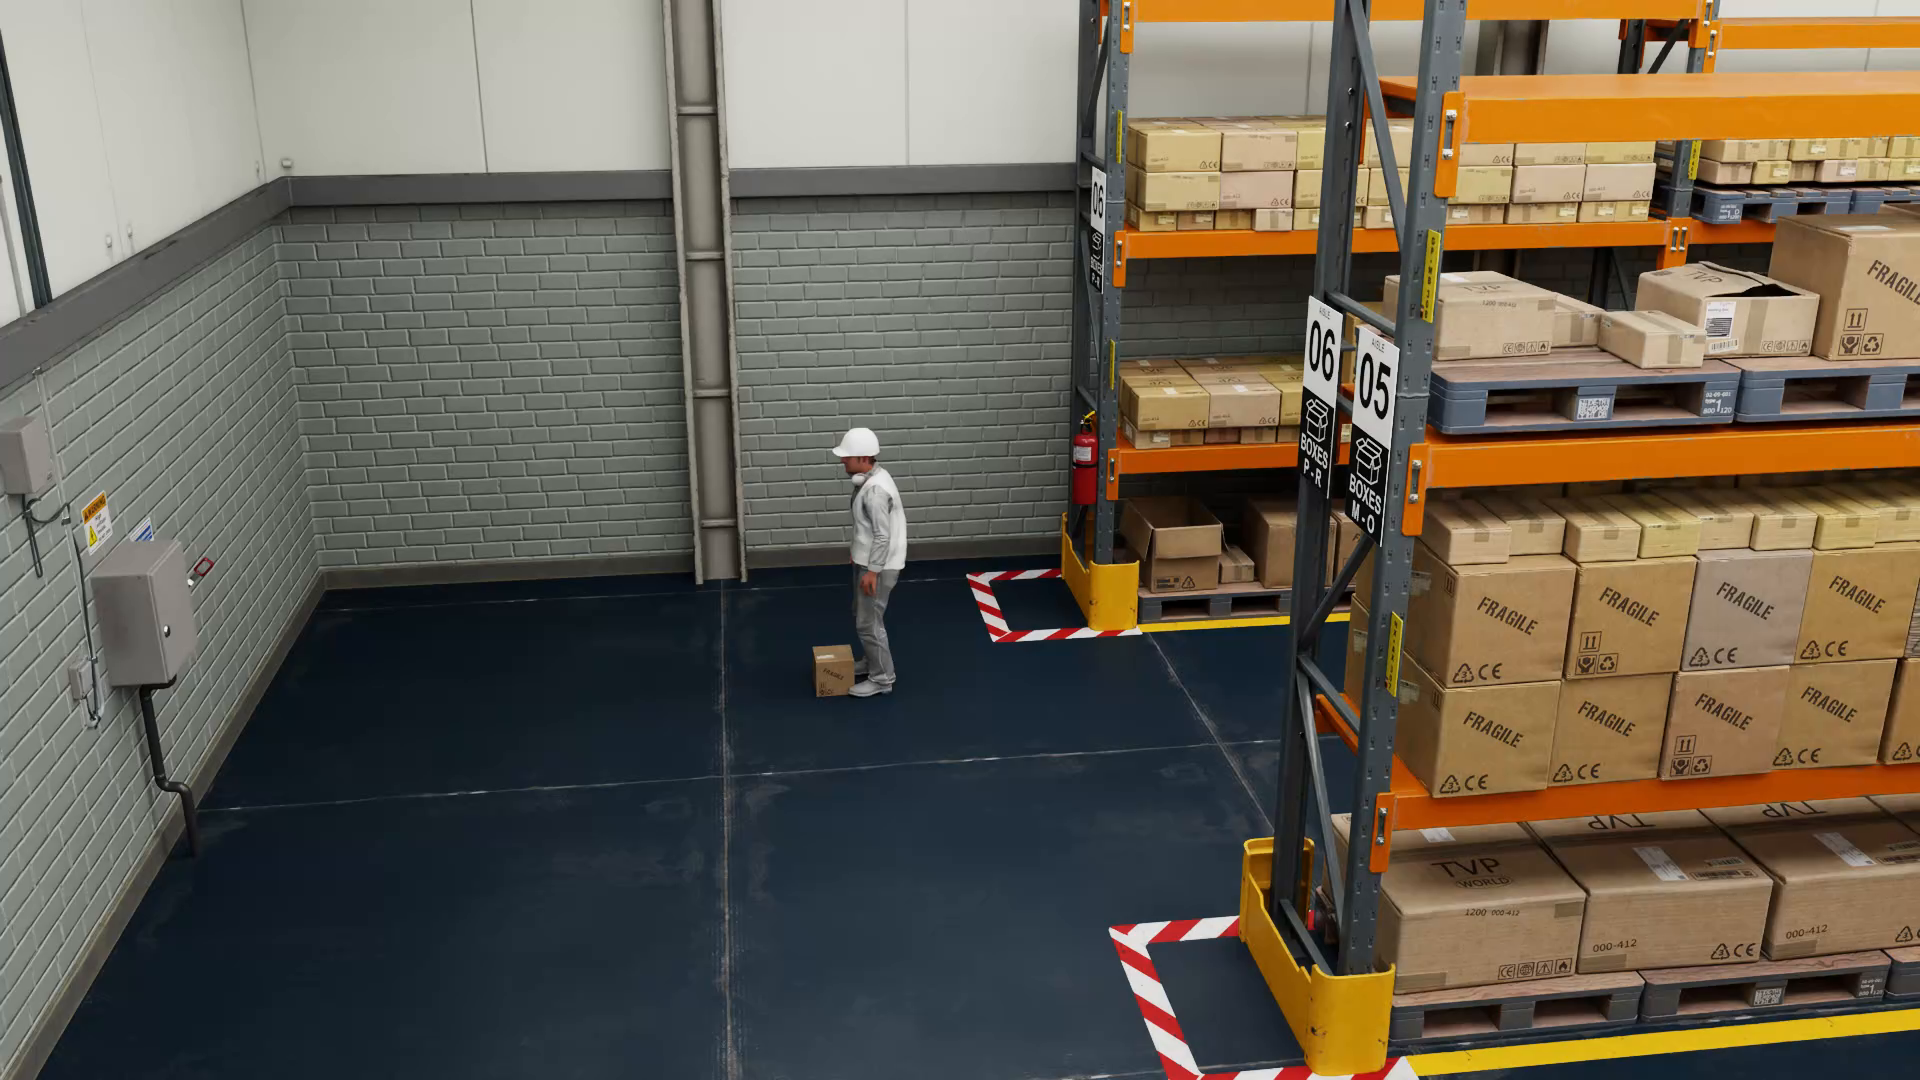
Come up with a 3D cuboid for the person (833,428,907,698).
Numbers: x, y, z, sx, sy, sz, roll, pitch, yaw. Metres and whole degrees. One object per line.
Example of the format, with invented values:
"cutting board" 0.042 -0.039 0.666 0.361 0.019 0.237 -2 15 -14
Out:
"person" -0.573 0.128 10.677 0.458 1.773 0.592 -4 20 -10
